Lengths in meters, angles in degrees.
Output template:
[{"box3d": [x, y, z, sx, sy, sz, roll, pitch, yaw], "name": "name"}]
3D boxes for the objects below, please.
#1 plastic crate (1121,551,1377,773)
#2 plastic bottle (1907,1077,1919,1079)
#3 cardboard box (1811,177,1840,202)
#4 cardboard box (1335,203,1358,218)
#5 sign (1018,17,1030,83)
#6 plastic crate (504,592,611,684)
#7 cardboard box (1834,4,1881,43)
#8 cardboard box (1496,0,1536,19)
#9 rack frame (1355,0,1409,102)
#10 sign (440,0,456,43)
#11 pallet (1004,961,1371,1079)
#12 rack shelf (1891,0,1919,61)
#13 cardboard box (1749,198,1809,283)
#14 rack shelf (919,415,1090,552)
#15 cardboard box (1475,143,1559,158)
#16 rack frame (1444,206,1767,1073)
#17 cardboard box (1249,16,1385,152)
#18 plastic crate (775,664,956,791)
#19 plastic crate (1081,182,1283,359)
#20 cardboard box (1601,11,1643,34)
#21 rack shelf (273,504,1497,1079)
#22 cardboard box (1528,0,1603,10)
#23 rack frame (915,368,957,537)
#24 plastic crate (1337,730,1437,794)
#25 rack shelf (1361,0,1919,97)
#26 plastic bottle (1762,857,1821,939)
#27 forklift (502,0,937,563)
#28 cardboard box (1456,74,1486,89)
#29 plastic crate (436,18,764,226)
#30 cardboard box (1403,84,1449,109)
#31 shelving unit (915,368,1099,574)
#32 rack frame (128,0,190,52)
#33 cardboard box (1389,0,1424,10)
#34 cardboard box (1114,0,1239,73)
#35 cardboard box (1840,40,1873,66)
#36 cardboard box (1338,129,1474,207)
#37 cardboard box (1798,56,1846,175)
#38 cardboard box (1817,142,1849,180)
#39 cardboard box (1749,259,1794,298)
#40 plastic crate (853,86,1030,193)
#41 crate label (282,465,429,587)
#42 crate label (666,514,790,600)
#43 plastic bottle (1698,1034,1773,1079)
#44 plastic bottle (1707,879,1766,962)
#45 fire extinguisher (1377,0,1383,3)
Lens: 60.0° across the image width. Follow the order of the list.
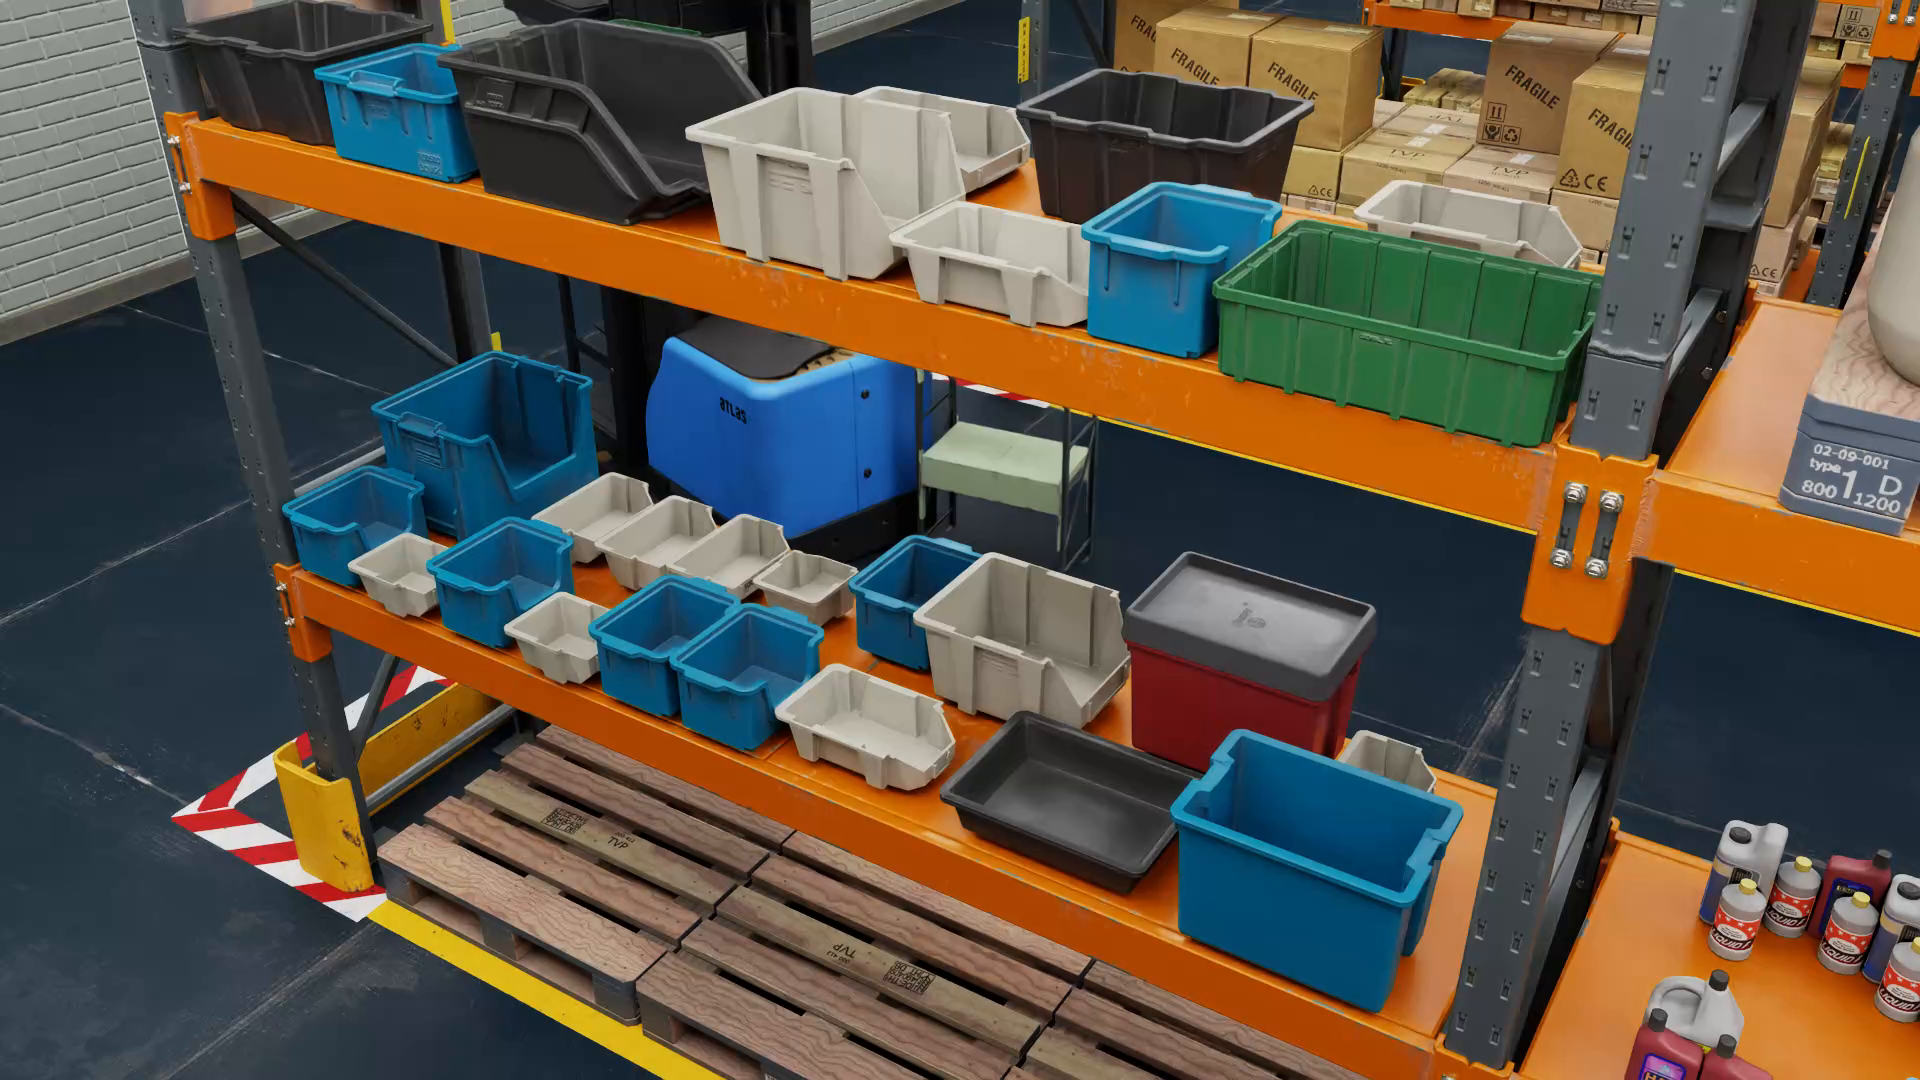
[{"box3d": [0.768, 0.380, 4.500, 0.583, 0.464, 0.402, 18, 35, 27], "name": "plastic crate"}, {"box3d": [1.941, 1.192, 3.428, 0.097, 0.201, 0.097, 0, 30, 0], "name": "plastic bottle"}, {"box3d": [6.075, -2.519, 11.708, 0.250, 0.149, 0.380, 16, 34, 25], "name": "cardboard box"}, {"box3d": [2.065, -1.650, 8.351, 0.250, 0.149, 0.380, 17, 34, 26], "name": "cardboard box"}, {"box3d": [0.336, -2.579, 8.756, 0.005, 0.325, 0.100, 18, 35, 27], "name": "sign"}, {"box3d": [-1.161, 0.305, 4.952, 0.298, 0.136, 0.250, 18, 35, 27], "name": "plastic crate"}, {"box3d": [6.187, -3.605, 11.058, 0.500, 0.500, 0.500, 18, 35, 27], "name": "cardboard box"}, {"box3d": [4.188, -4.004, 12.386, 0.250, 0.149, 0.380, 19, 35, 30], "name": "cardboard box"}, {"box3d": [3.359, -4.496, 12.980, 0.127, 3.000, 1.000, 18, 35, 27], "name": "rack frame"}, {"box3d": [-1.718, -1.782, 5.455, 0.005, 0.325, 0.100, 18, 35, 27], "name": "sign"}, {"box3d": [0.748, 1.803, 4.949, 1.213, 0.211, 1.003, 18, 35, 27], "name": "pallet"}, {"box3d": [5.718, -1.784, 6.068, 4.000, 0.370, 1.077, 18, 35, 27], "name": "rack shelf"}, {"box3d": [3.511, -1.405, 7.534, 0.500, 0.250, 0.500, 17, 34, 26], "name": "cardboard box"}, {"box3d": [0.220, -0.276, 7.881, 0.720, 0.370, 0.431, 13, 33, 21], "name": "rack shelf"}, {"box3d": [2.905, -1.908, 8.397, 0.500, 0.250, 0.500, 18, 35, 29], "name": "cardboard box"}, {"box3d": [1.391, 0.779, 3.937, 0.127, 3.000, 1.000, 18, 35, 27], "name": "rack frame"}, {"box3d": [1.765, -2.280, 8.290, 0.500, 0.500, 0.500, 17, 34, 26], "name": "cardboard box"}, {"box3d": [-0.244, 0.529, 4.568, 0.466, 0.136, 0.293, 18, 35, 27], "name": "plastic crate"}, {"box3d": [0.450, -0.552, 3.408, 0.300, 0.233, 0.416, 18, 35, 27], "name": "plastic crate"}, {"box3d": [4.807, -3.765, 11.976, 0.250, 0.149, 0.380, 19, 35, 29], "name": "cardboard box"}, {"box3d": [-0.303, 0.554, 5.037, 4.000, 0.370, 1.077, 18, 35, 27], "name": "rack shelf"}, {"box3d": [4.467, -4.160, 12.010, 0.500, 0.500, 0.500, 18, 35, 28], "name": "cardboard box"}, {"box3d": [-0.112, -0.635, 7.850, 0.023, 1.500, 0.400, 13, 33, 21], "name": "rack frame"}, {"box3d": [1.073, 0.682, 4.307, 0.243, 0.136, 0.396, 18, 35, 27], "name": "plastic crate"}, {"box3d": [5.053, -3.649, 12.243, 4.000, 0.370, 1.077, 18, 35, 27], "name": "rack shelf"}, {"box3d": [2.009, 0.852, 4.010, 0.097, 0.201, 0.097, 0, 30, 0], "name": "plastic bottle"}, {"box3d": [-1.447, -1.712, 8.275, 1.130, 2.935, 3.031, -23, 37, -34], "name": "forklift"}, {"box3d": [4.124, -3.577, 13.227, 0.250, 0.149, 0.380, 18, 35, 28], "name": "cardboard box"}, {"box3d": [-0.849, -1.034, 4.131, 0.767, 0.338, 0.504, 18, 35, 27], "name": "plastic crate"}, {"box3d": [3.622, -3.418, 12.953, 0.250, 0.149, 0.380, 16, 34, 25], "name": "cardboard box"}, {"box3d": [0.220, -0.557, 7.717, 0.755, 1.500, 0.431, 13, 33, 21], "name": "shelving unit"}, {"box3d": [-1.997, -2.883, 4.262, 0.127, 3.000, 1.000, 18, 35, 27], "name": "rack frame"}, {"box3d": [3.459, -4.161, 12.655, 0.250, 0.149, 0.380, 17, 34, 27], "name": "cardboard box"}, {"box3d": [1.189, -2.775, 9.140, 0.500, 0.500, 0.500, 18, 35, 28], "name": "cardboard box"}, {"box3d": [6.104, -3.315, 11.205, 0.250, 0.149, 0.380, 17, 34, 26], "name": "cardboard box"}, {"box3d": [2.211, -1.816, 8.240, 0.500, 0.250, 0.500, 17, 34, 26], "name": "cardboard box"}, {"box3d": [3.754, -1.960, 7.742, 0.500, 0.500, 0.500, 18, 35, 27], "name": "cardboard box"}, {"box3d": [6.069, -2.667, 11.667, 0.250, 0.149, 0.380, 18, 35, 28], "name": "cardboard box"}, {"box3d": [3.592, -1.168, 7.525, 0.250, 0.149, 0.380, 18, 35, 28], "name": "cardboard box"}, {"box3d": [-0.115, -1.026, 4.317, 0.530, 0.136, 0.437, 18, 35, 27], "name": "plastic crate"}, {"box3d": [-1.963, -0.039, 5.447, 0.303, 0.233, 0.416, 18, 35, 27], "name": "crate label"}, {"box3d": [-0.723, 0.085, 5.330, 0.243, 0.136, 0.396, 18, 35, 27], "name": "crate label"}, {"box3d": [1.588, 1.146, 3.425, 0.133, 0.283, 0.061, 18, 35, 27], "name": "plastic bottle"}, {"box3d": [1.846, 0.891, 3.943, 0.097, 0.201, 0.097, 0, 30, 0], "name": "plastic bottle"}, {"box3d": [3.391, -4.566, 13.547, 0.183, 0.674, 0.296, 18, 35, 27], "name": "fire extinguisher"}]
